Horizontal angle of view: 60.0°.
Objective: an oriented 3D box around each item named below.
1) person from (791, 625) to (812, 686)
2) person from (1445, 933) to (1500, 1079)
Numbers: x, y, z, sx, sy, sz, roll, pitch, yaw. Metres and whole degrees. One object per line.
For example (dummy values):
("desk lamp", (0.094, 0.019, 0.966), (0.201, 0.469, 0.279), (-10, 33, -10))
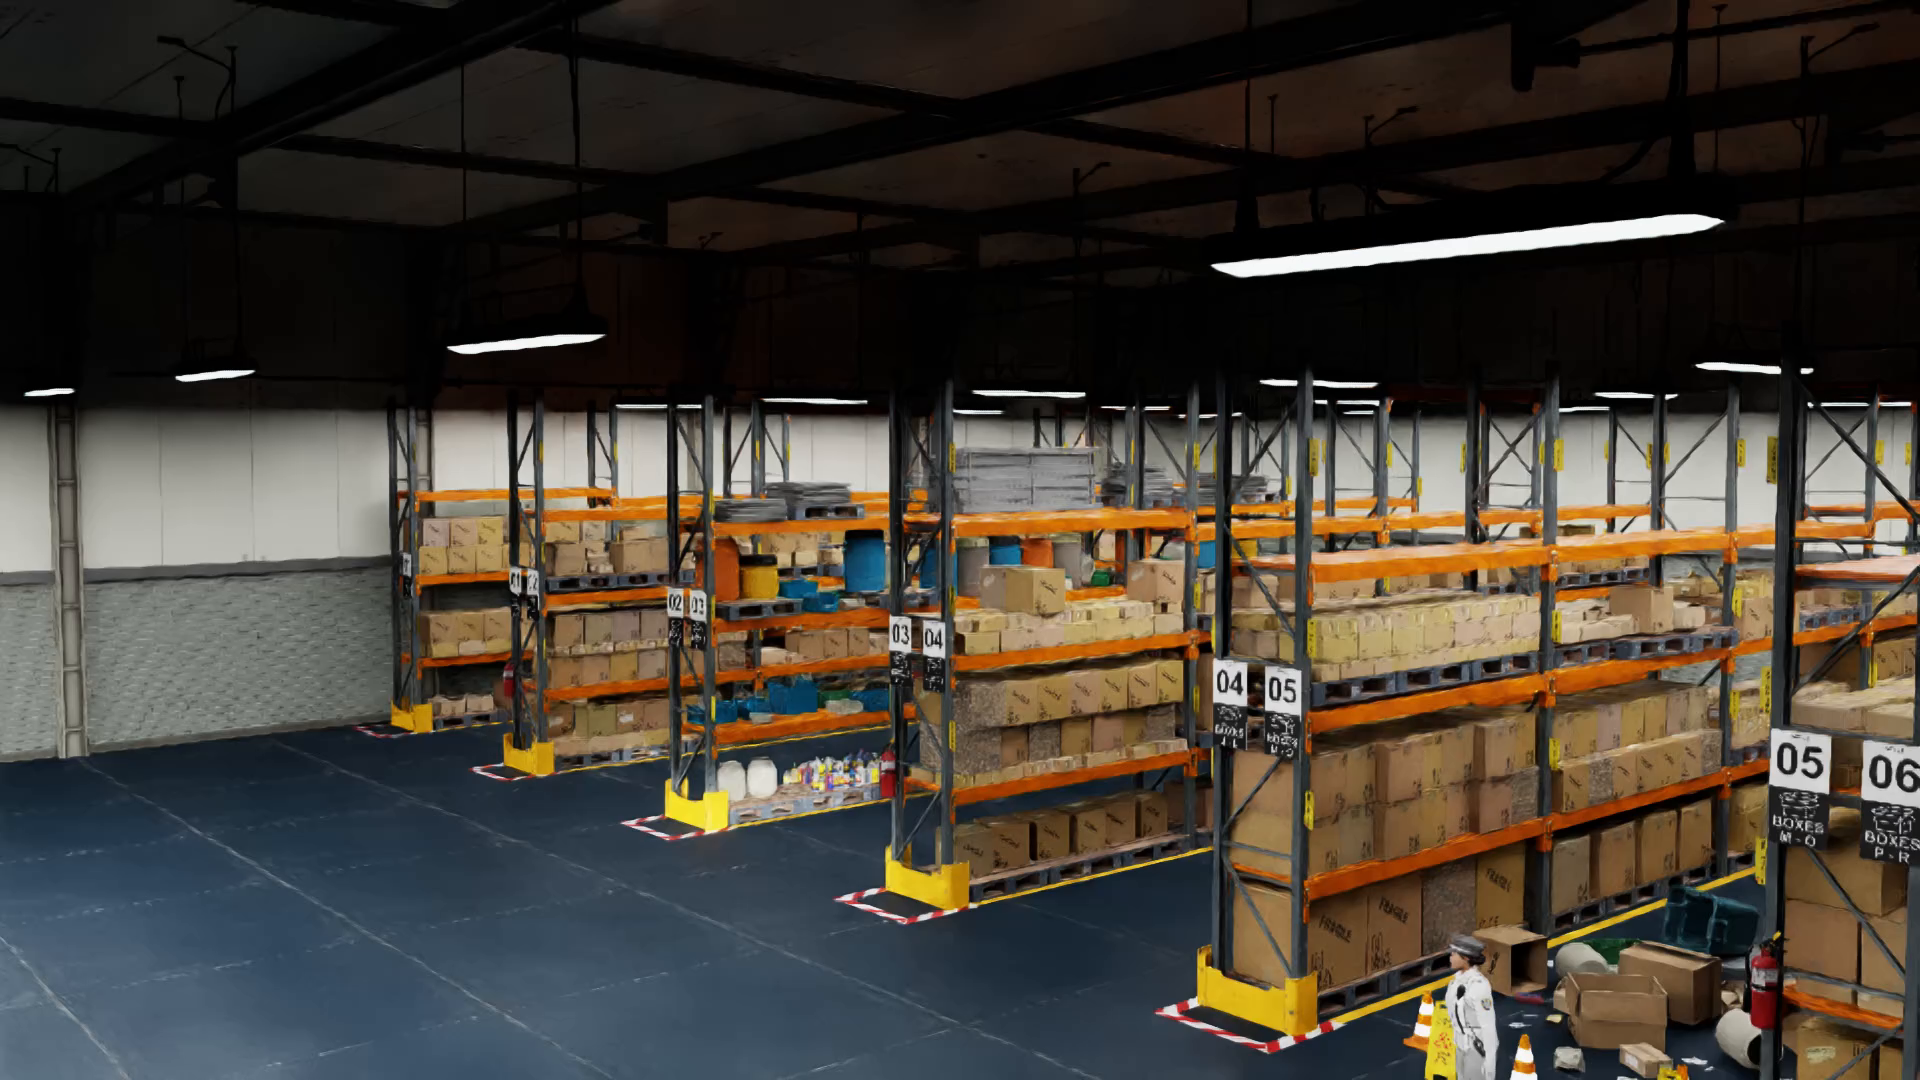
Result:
("person", (-3.054, 2.433, 32.042), (0.552, 1.741, 0.677), (-3, 4, -42))
("person", (3.730, 3.640, 11.840), (0.515, 1.670, 0.533), (0, 3, -3))
